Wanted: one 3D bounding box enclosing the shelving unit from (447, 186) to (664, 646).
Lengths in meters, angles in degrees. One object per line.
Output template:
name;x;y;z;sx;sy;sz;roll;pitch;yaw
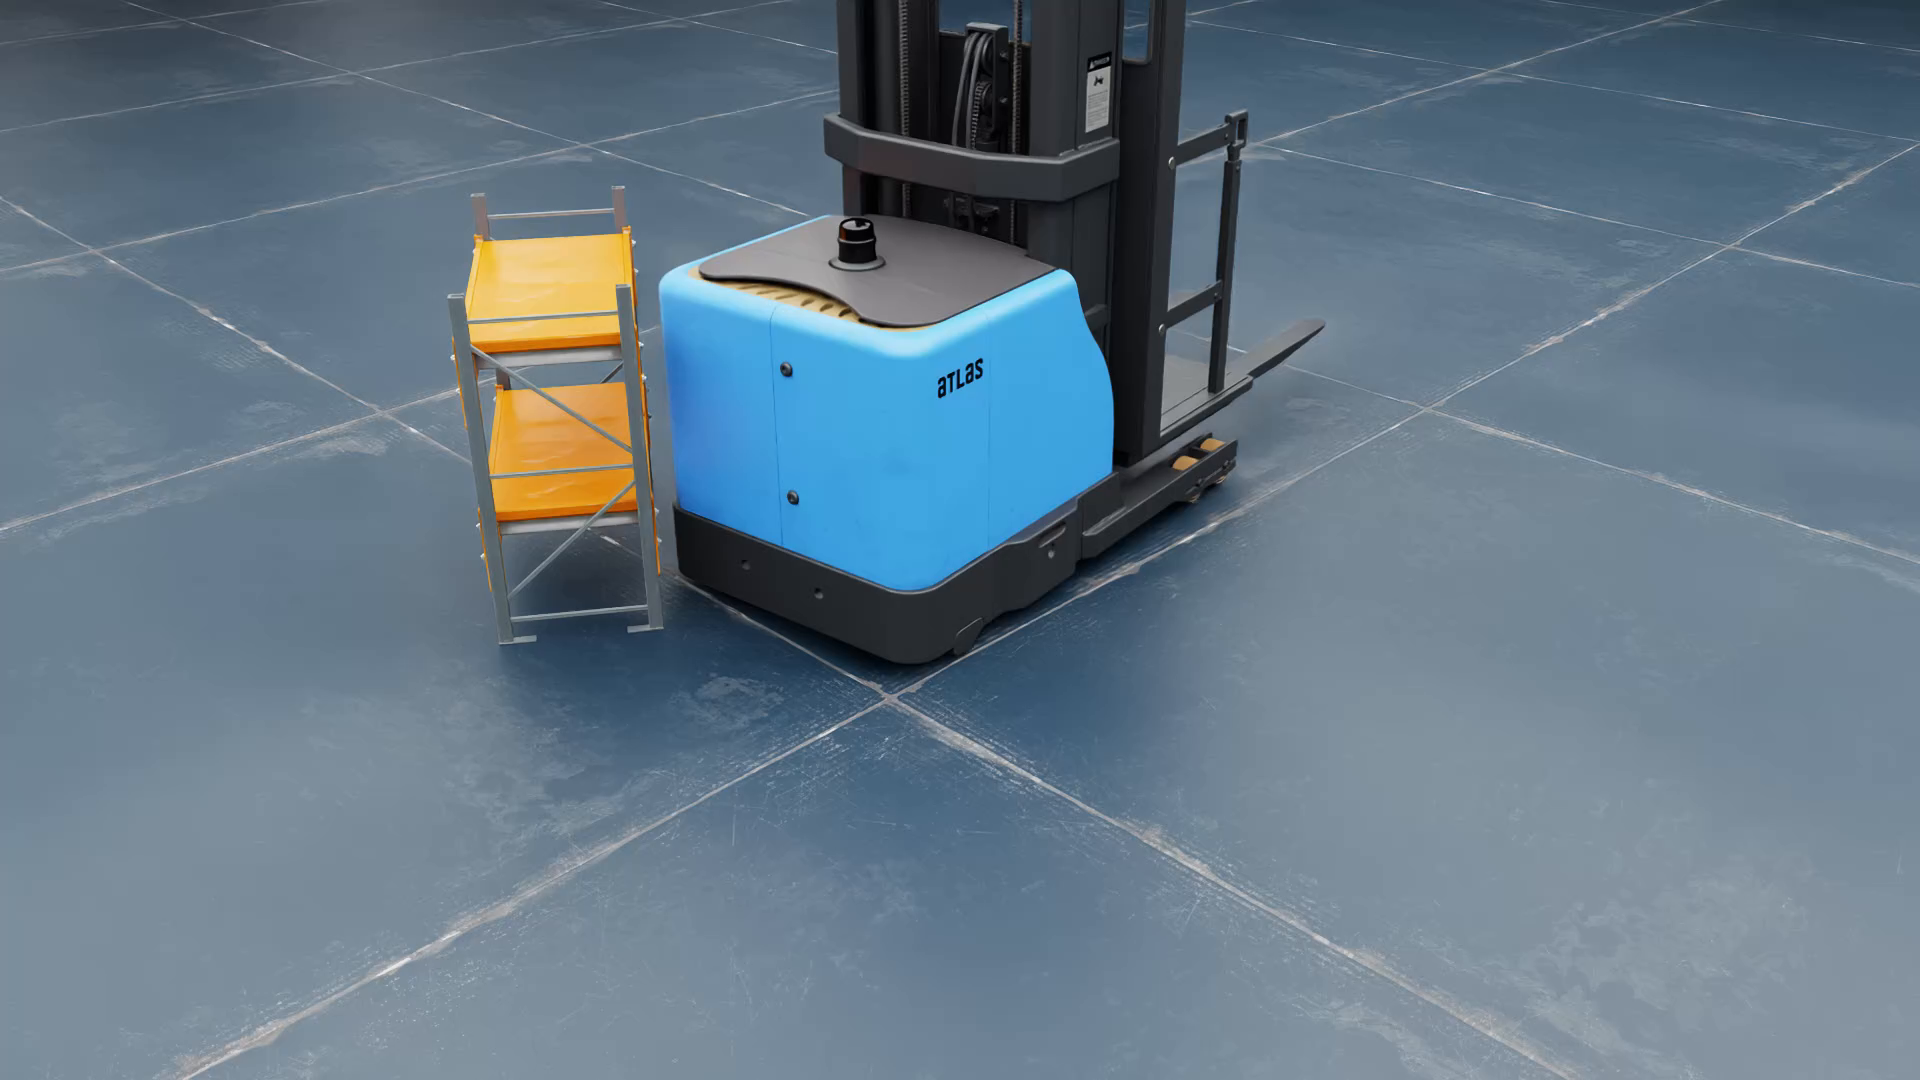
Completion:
shelving unit;-1.275;-0.434;5.366;0.538;1.125;1.048;-5;28;-10

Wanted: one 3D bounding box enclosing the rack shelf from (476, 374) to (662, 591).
rack shelf;-1.275;-0.217;5.480;0.538;0.278;1.000;-5;28;-10

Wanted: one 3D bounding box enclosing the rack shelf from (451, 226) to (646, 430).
rack shelf;-1.275;-0.693;5.230;0.538;0.278;1.000;-5;28;-10

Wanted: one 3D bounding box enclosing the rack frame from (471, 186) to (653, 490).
rack frame;-1.372;-0.666;5.807;0.500;1.125;0.032;-5;28;-10

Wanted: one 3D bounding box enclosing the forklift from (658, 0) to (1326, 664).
forklift;0.368;-1.556;5.560;1.130;2.935;3.031;19;33;32

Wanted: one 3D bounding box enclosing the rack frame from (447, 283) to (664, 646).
rack frame;-1.178;-0.201;4.924;0.500;1.125;0.032;-5;28;-10
